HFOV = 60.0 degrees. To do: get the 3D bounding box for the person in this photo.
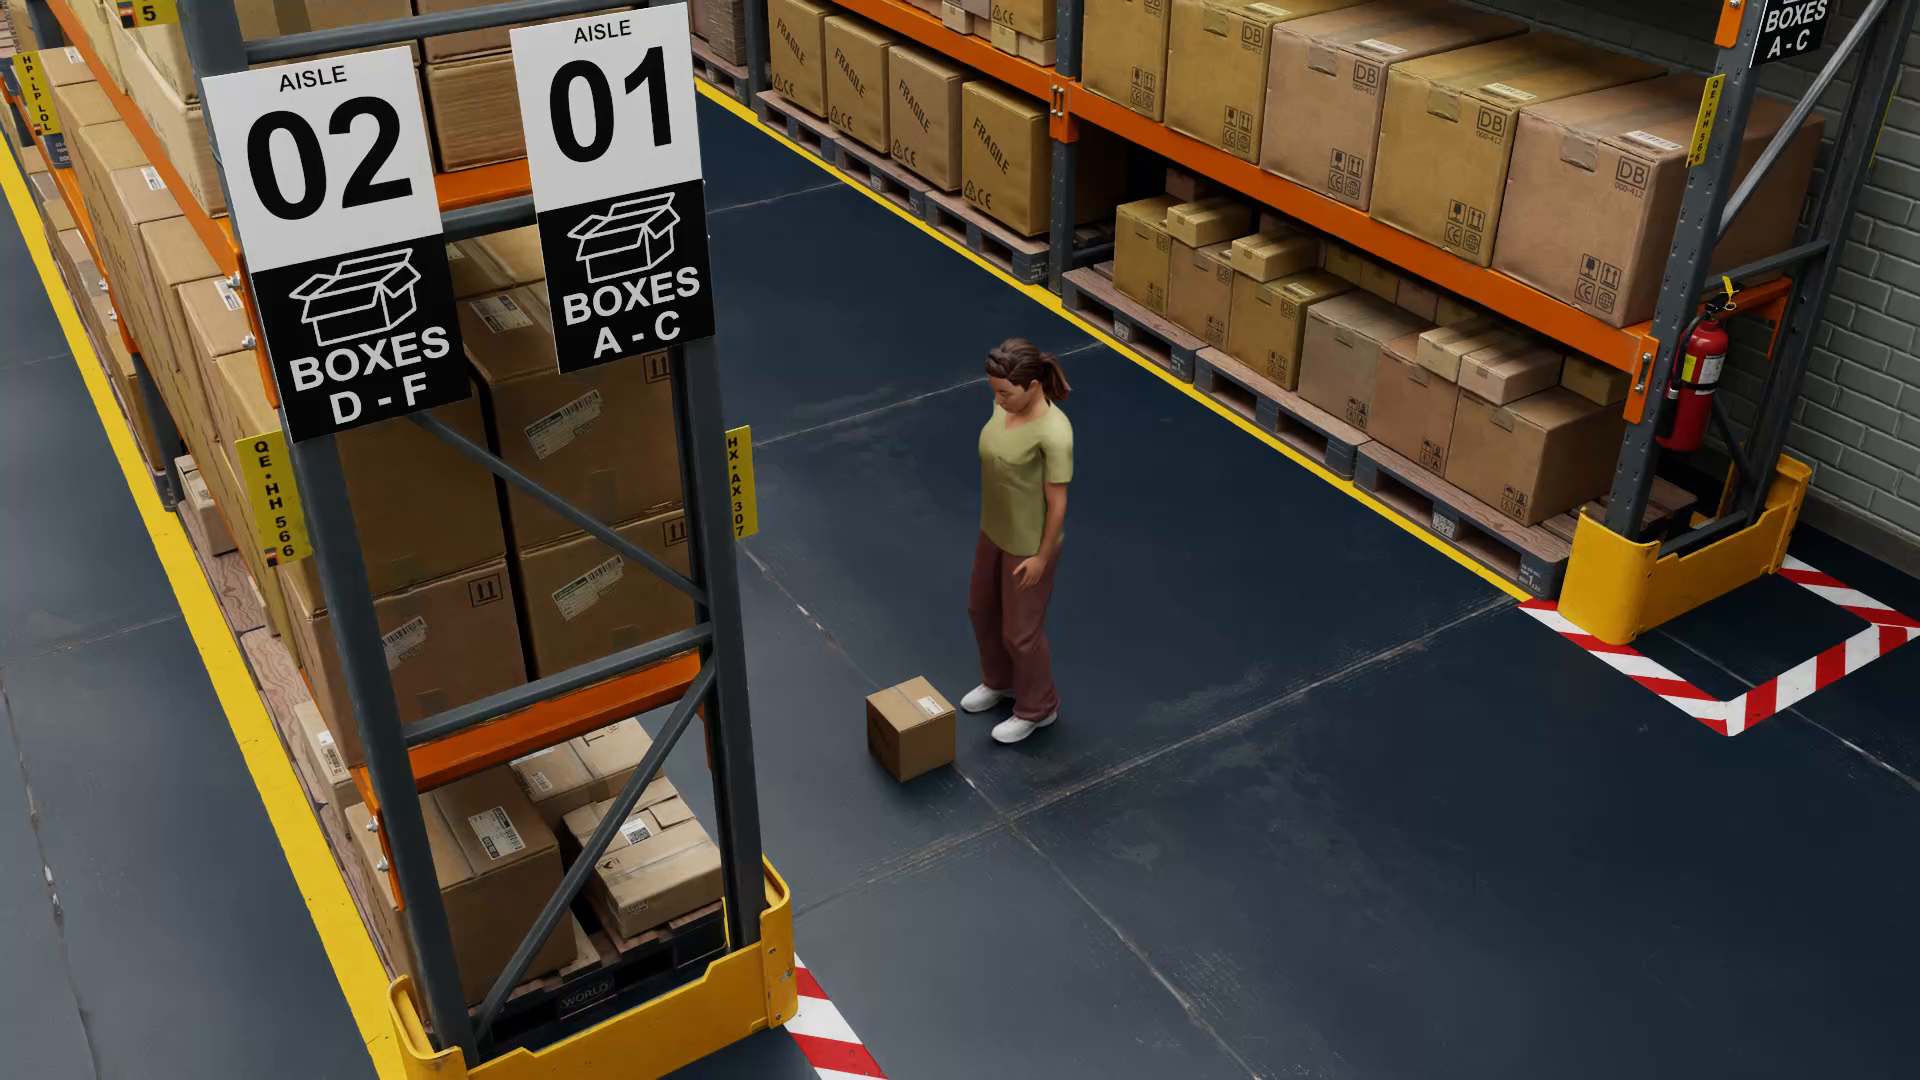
[{"bbox_3d":[0.229,0.102,6.223,0.359,1.420,0.452,-18,37,-26],"label":"person"}]
